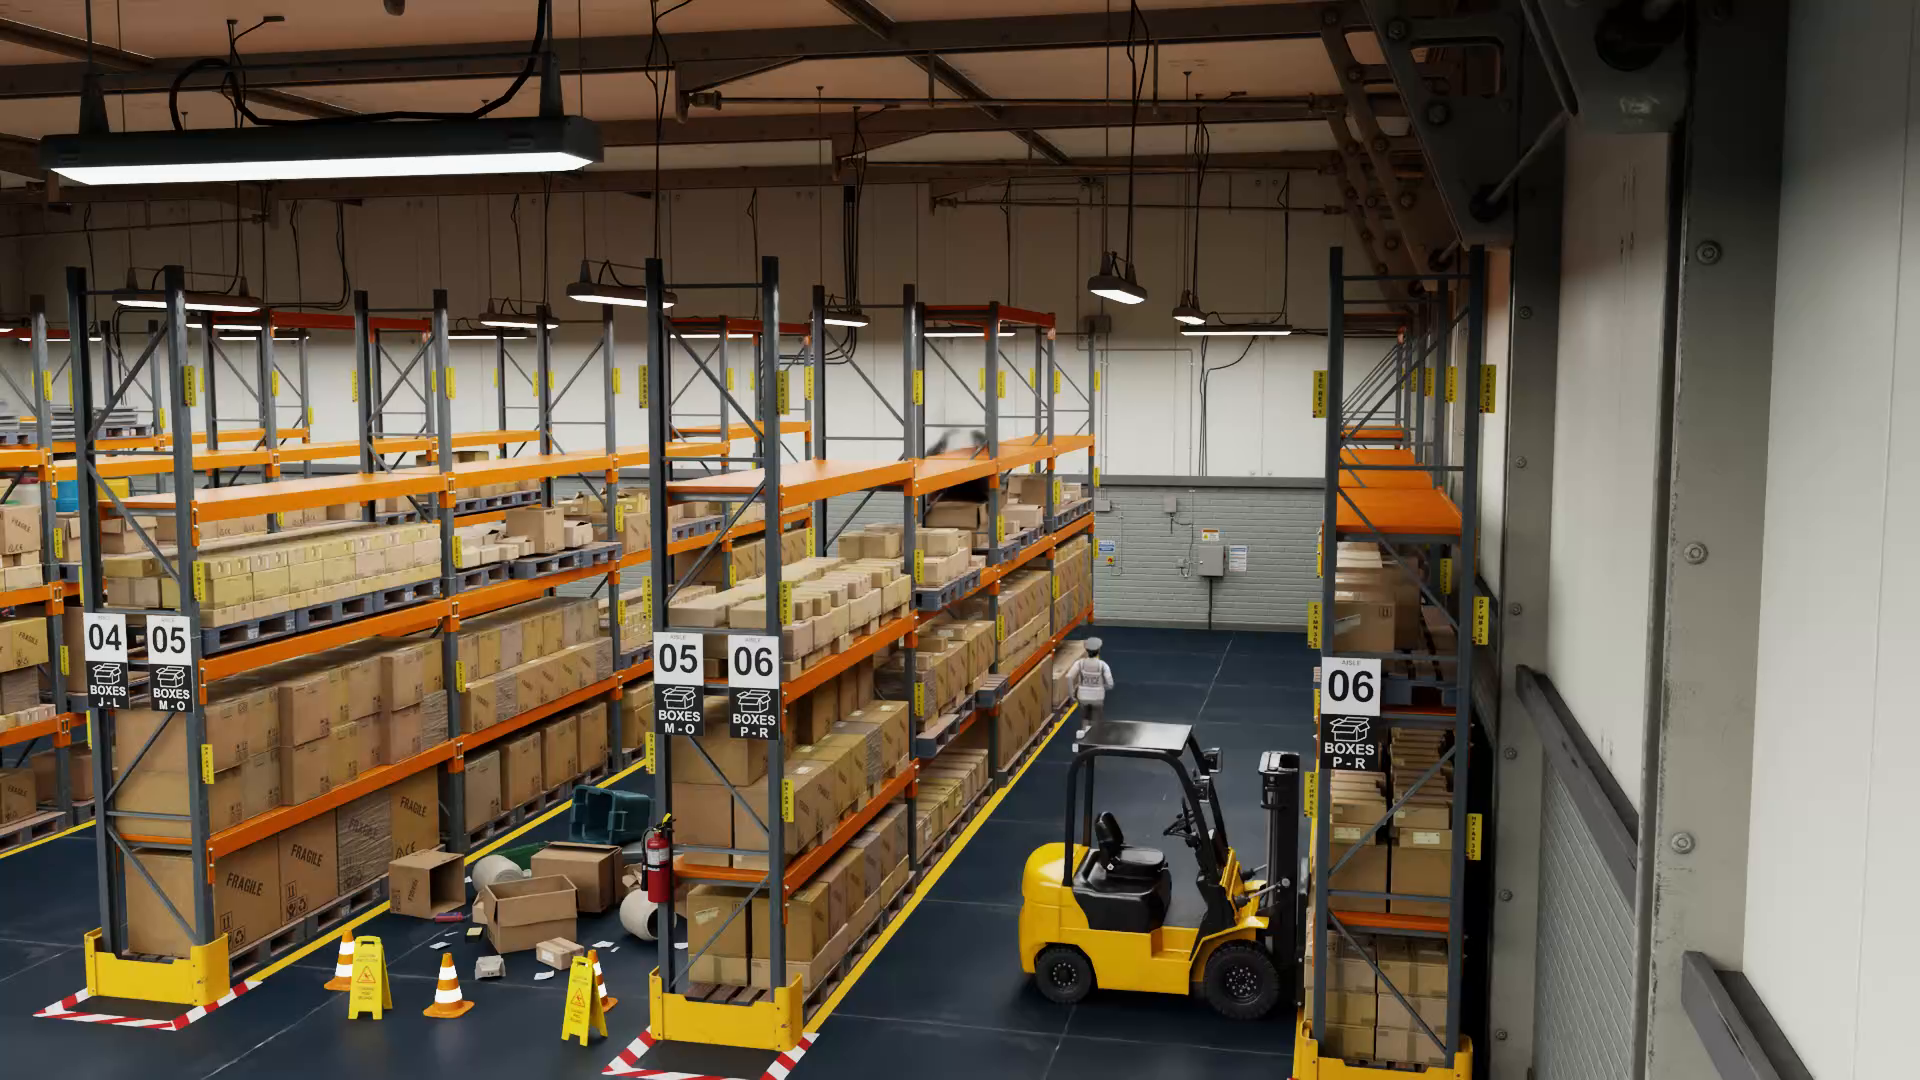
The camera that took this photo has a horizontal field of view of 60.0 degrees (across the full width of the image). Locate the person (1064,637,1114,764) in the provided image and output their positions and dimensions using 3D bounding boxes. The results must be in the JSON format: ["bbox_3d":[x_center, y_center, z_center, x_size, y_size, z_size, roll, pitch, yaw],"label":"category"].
[{"bbox_3d":[1.718,2.096,21.879,0.625,1.640,0.574,2,6,15],"label":"person"}]
